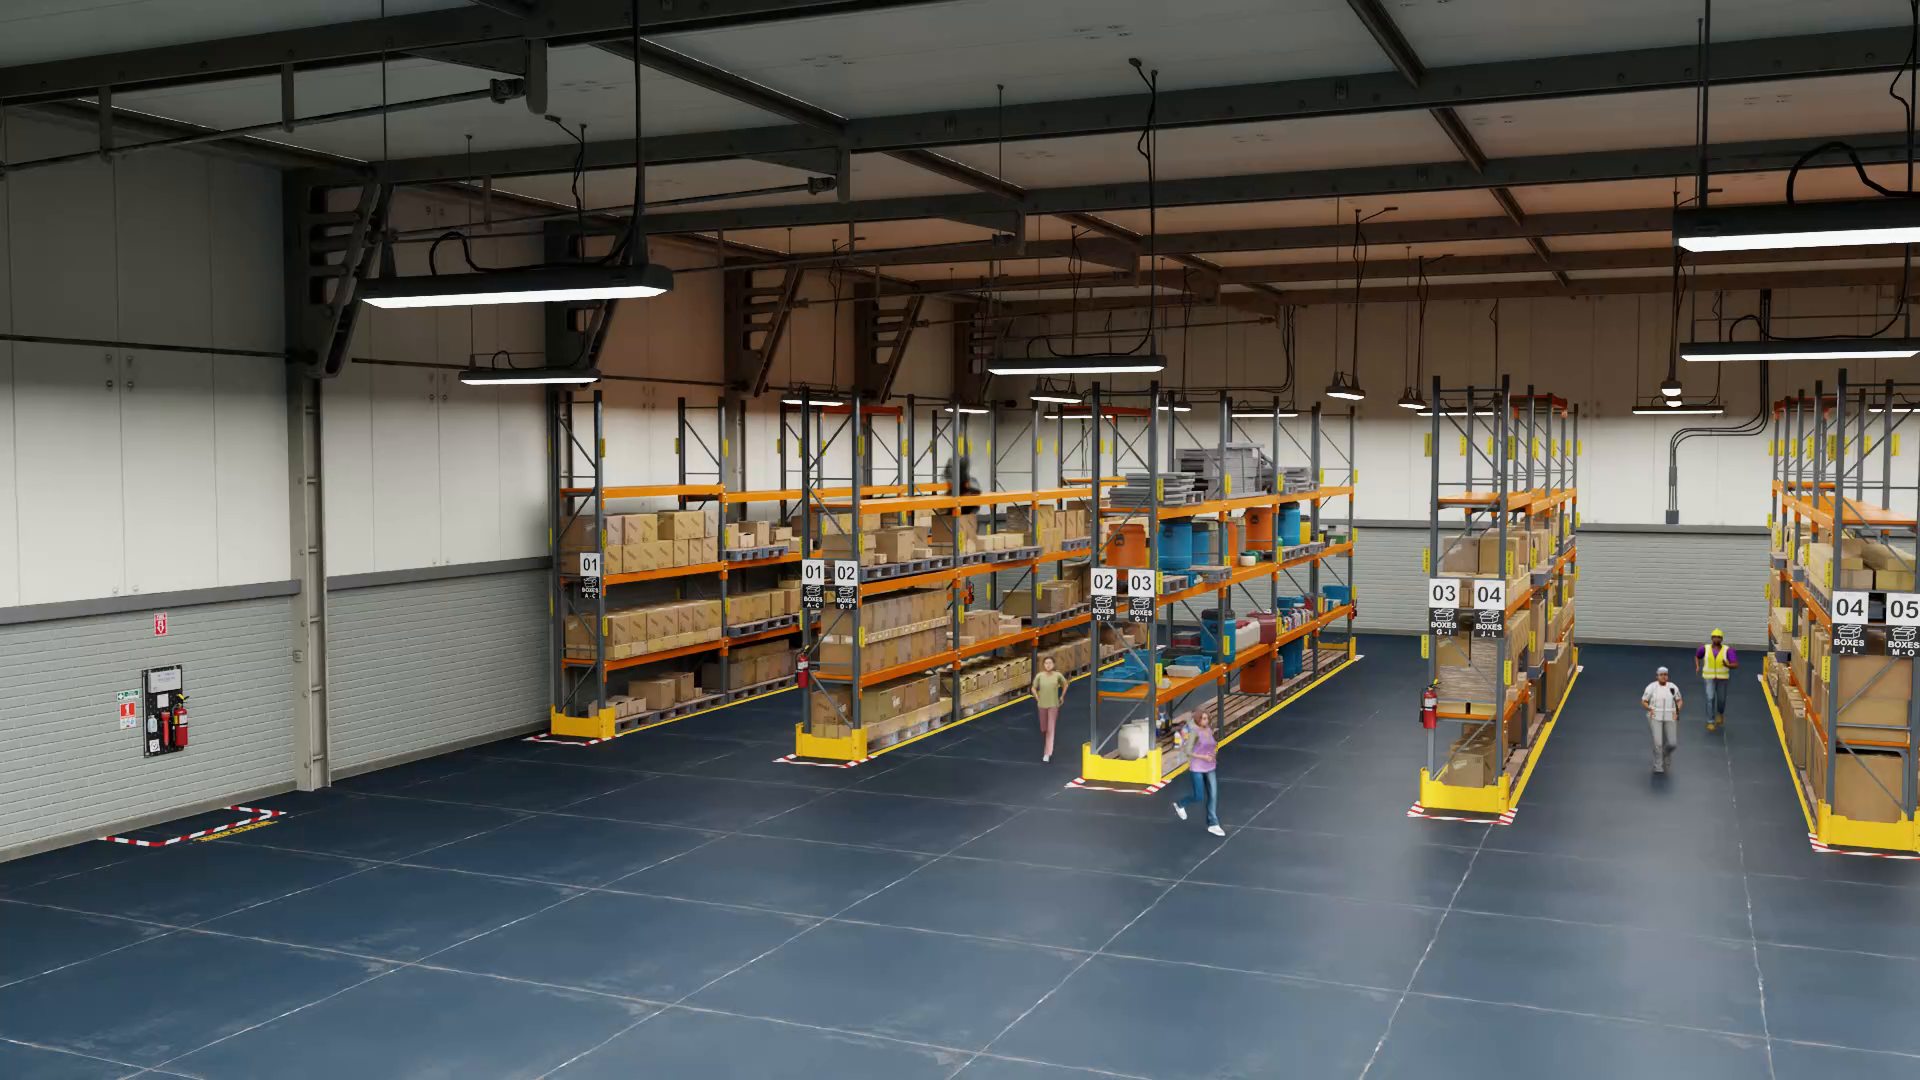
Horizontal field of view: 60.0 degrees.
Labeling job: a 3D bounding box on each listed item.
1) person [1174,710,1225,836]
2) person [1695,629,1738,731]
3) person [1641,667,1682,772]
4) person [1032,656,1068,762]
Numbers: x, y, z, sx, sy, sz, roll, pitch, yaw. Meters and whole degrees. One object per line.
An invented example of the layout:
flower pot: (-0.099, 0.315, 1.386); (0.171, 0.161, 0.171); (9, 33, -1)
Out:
person: (3.137, 3.002, 21.657); (0.537, 1.587, 0.860); (-2, 4, -36)
person: (13.415, 2.462, 29.512); (0.701, 1.748, 0.990); (1, 3, 23)
person: (10.851, 2.778, 25.692); (0.602, 1.606, 0.568); (1, 3, 15)
person: (1.437, 2.698, 26.821); (0.578, 1.651, 0.913); (1, 3, 11)
